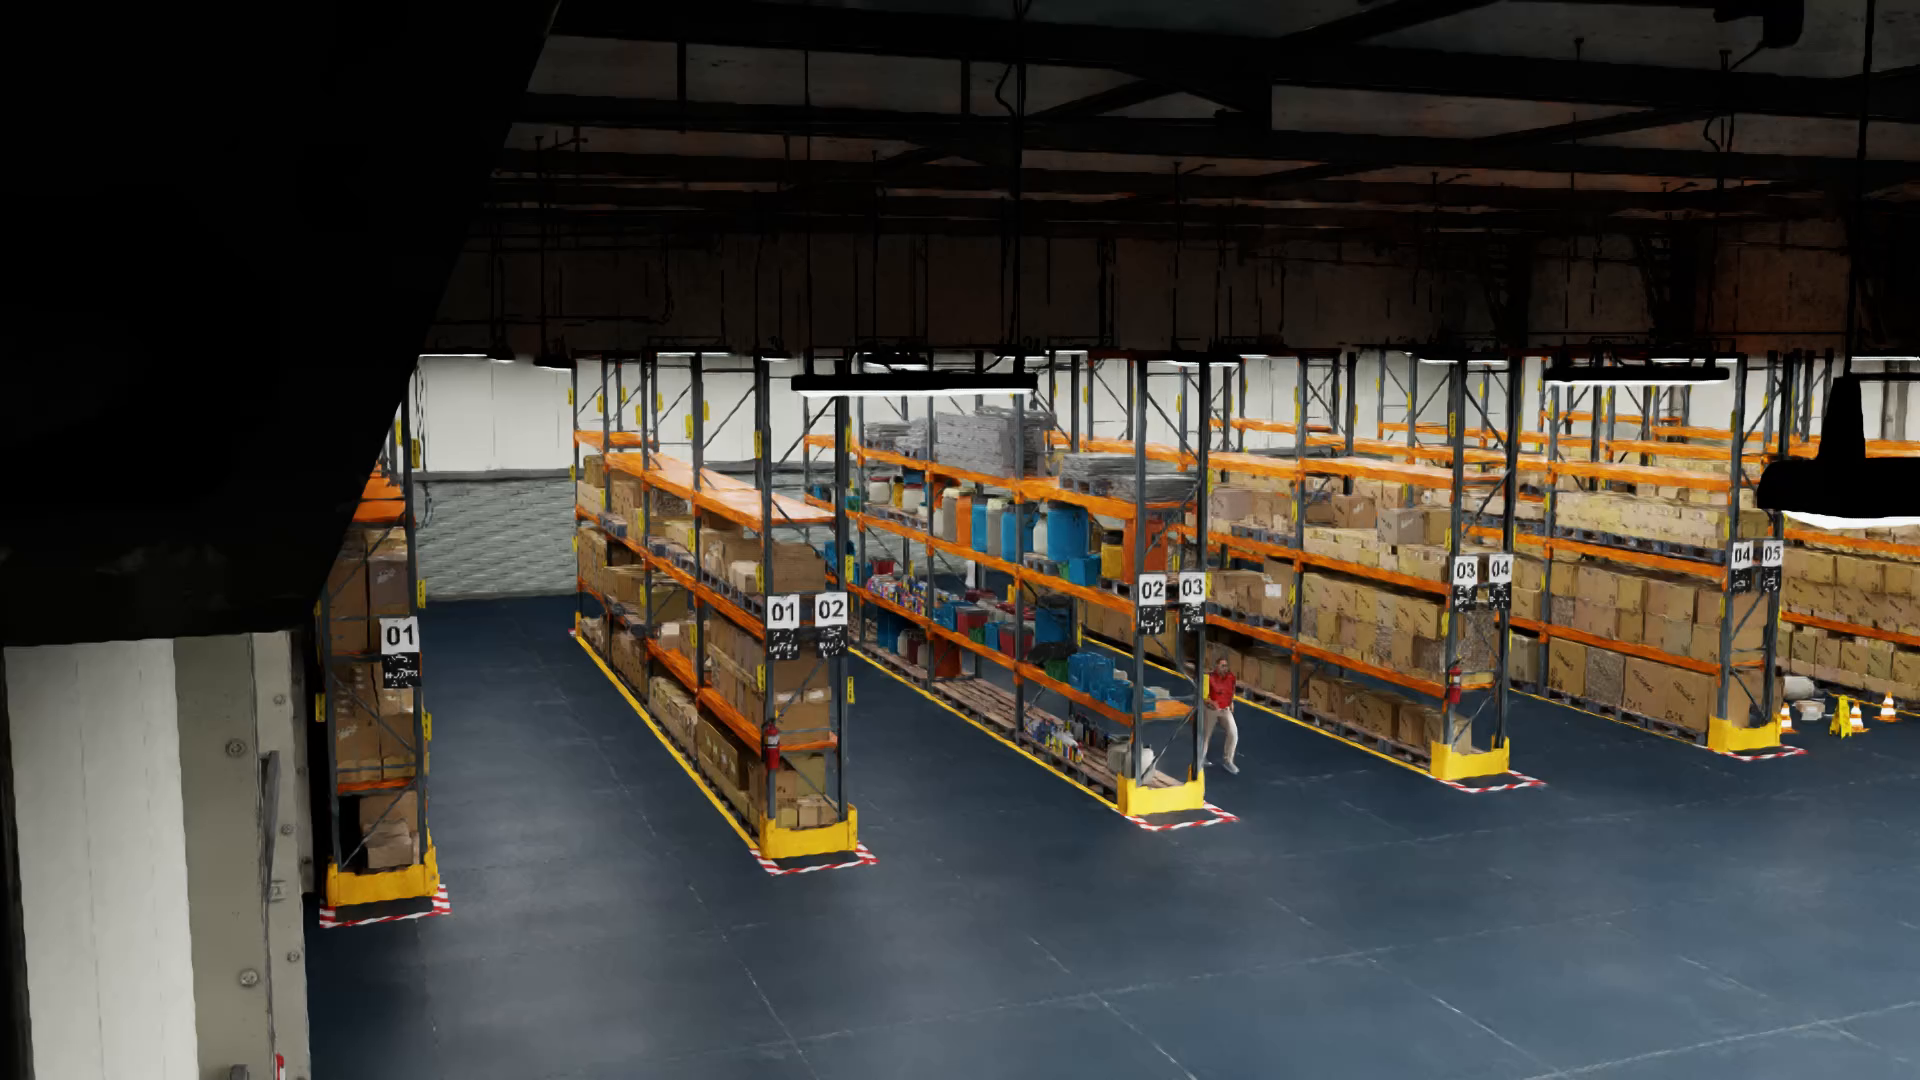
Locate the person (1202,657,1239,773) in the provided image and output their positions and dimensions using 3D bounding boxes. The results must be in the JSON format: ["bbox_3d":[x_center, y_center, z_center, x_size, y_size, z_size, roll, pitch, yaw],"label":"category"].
[{"bbox_3d":[3.762,2.505,24.231,0.686,1.663,0.867,-2,7,-16],"label":"person"}]

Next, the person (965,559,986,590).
[{"bbox_3d":[0.375,1.011,35.605,0.462,1.782,0.598,-6,9,-40],"label":"person"}]
